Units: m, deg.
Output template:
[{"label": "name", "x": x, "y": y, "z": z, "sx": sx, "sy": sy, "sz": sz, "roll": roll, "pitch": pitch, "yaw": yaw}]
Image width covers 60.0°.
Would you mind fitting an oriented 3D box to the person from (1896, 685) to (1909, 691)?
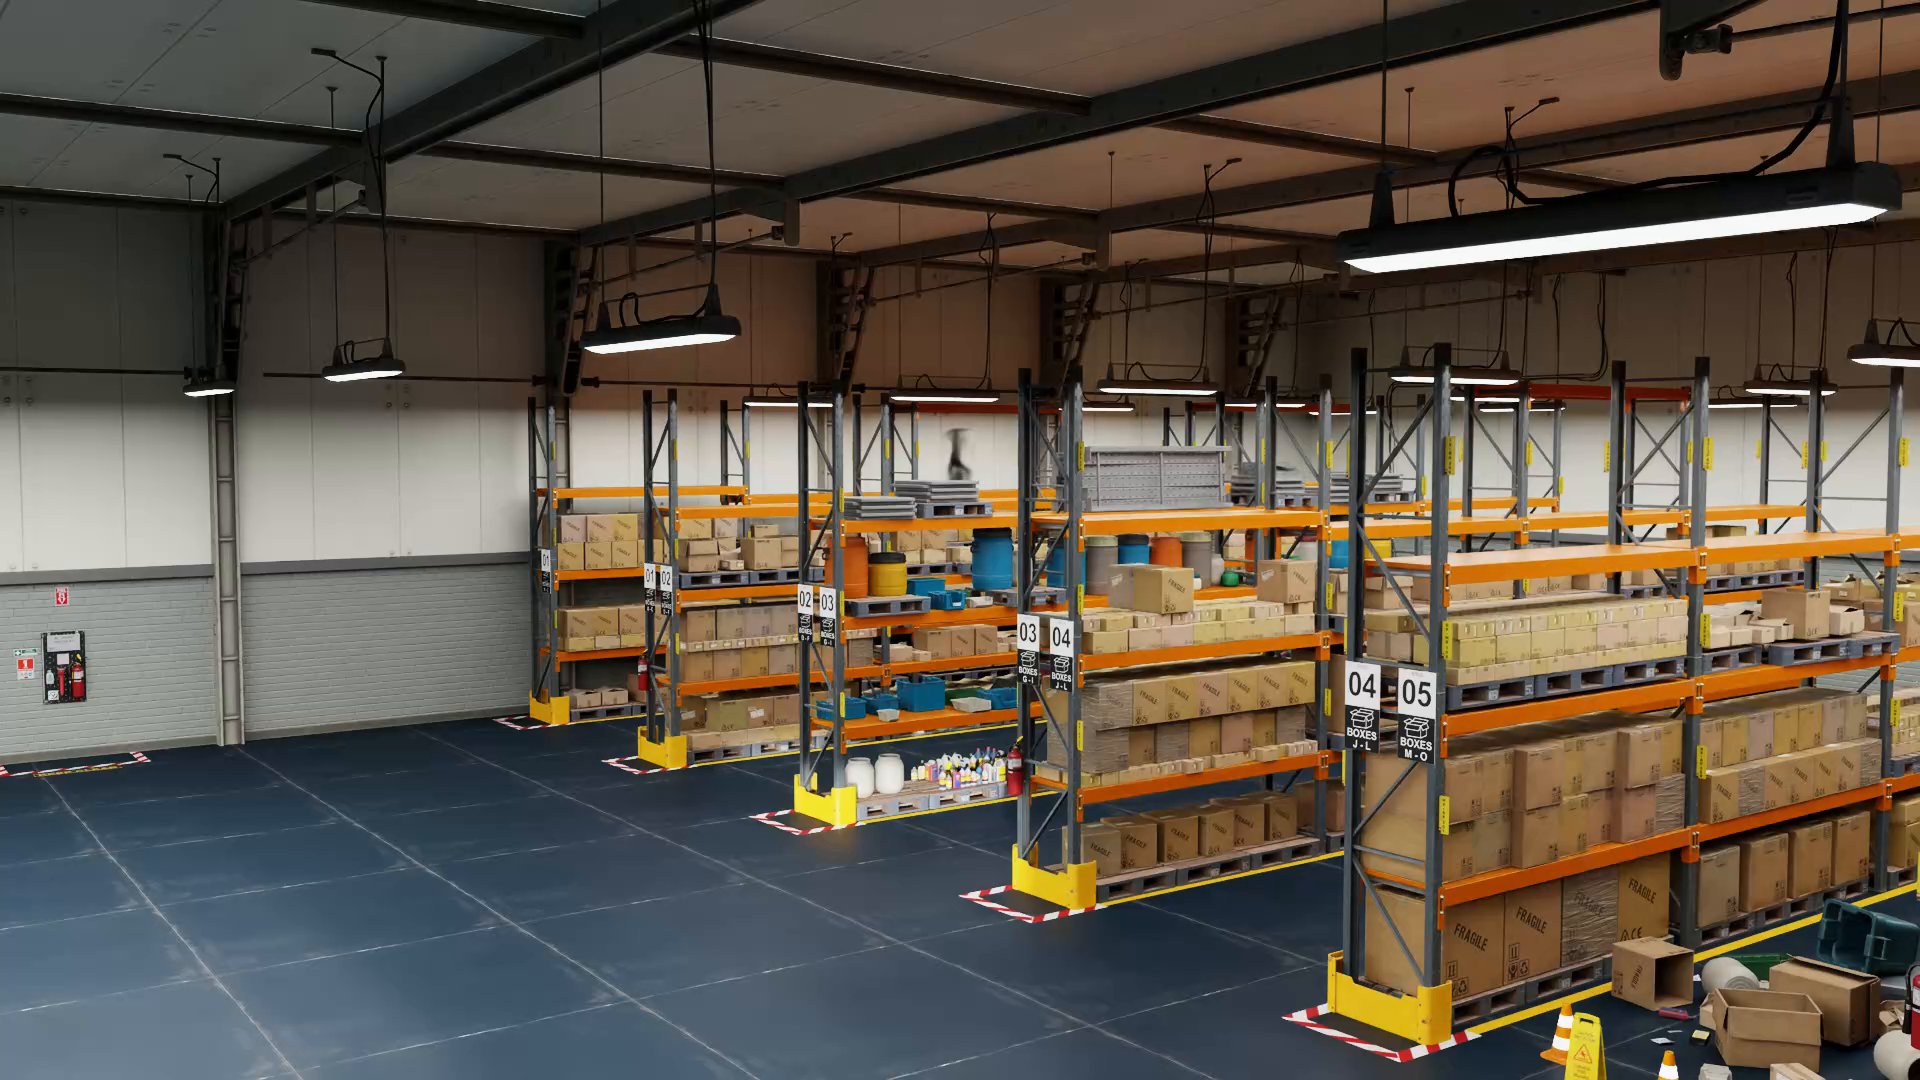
[{"label": "person", "x": 13.600, "y": 2.926, "z": 23.860, "sx": 0.976, "sy": 1.748, "sz": 0.652, "roll": -3, "pitch": 5, "yaw": -43}]
